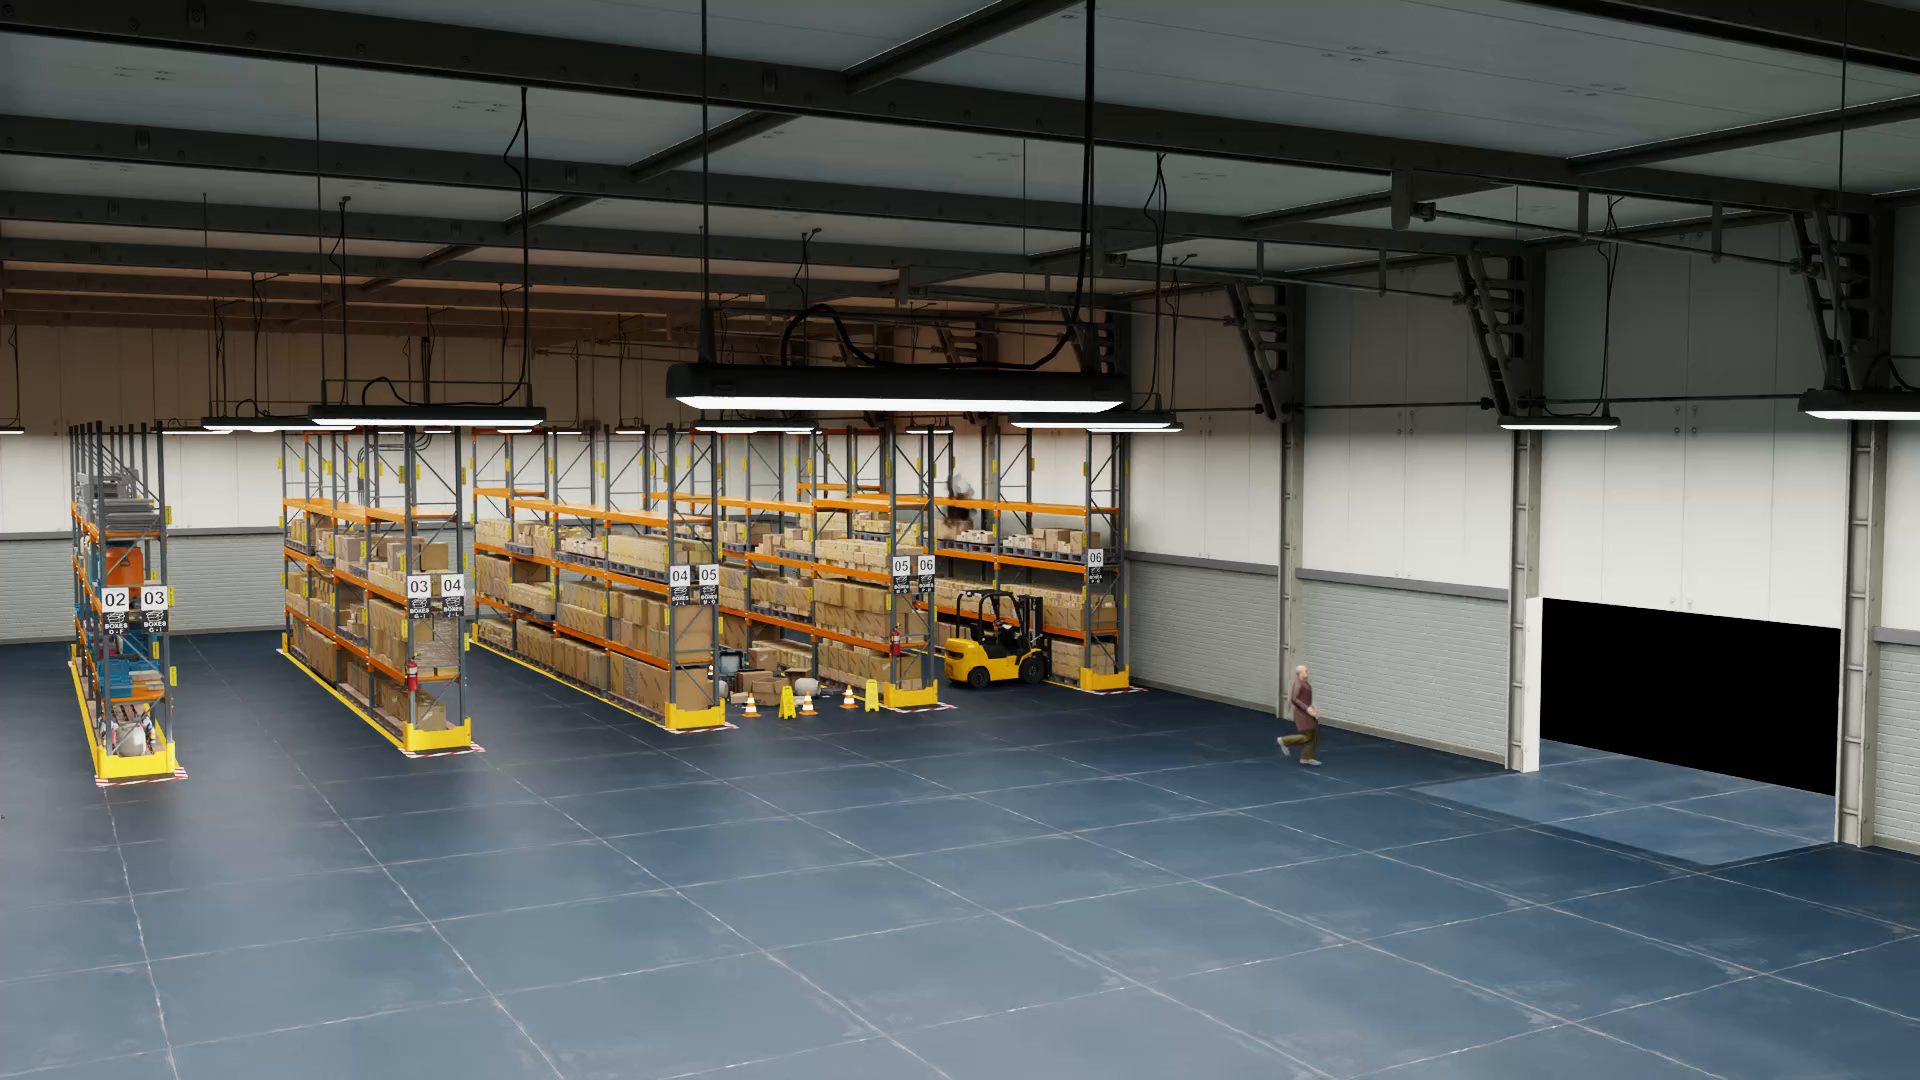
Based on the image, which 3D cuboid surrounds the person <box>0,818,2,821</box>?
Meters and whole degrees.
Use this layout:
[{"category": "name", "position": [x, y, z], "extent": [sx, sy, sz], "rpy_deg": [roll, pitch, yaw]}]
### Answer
[{"category": "person", "position": [-14.707, 3.356, 24.744], "extent": [0.781, 1.734, 0.723], "rpy_deg": [-1, 4, -9]}]

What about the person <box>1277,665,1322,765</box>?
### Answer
[{"category": "person", "position": [5.960, 3.061, 29.114], "extent": [0.756, 1.743, 0.711], "rpy_deg": [1, 4, 20]}]

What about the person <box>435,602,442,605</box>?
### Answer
[{"category": "person", "position": [-14.603, 2.065, 45.969], "extent": [0.670, 1.637, 0.660], "rpy_deg": [-1, 4, -9]}]
